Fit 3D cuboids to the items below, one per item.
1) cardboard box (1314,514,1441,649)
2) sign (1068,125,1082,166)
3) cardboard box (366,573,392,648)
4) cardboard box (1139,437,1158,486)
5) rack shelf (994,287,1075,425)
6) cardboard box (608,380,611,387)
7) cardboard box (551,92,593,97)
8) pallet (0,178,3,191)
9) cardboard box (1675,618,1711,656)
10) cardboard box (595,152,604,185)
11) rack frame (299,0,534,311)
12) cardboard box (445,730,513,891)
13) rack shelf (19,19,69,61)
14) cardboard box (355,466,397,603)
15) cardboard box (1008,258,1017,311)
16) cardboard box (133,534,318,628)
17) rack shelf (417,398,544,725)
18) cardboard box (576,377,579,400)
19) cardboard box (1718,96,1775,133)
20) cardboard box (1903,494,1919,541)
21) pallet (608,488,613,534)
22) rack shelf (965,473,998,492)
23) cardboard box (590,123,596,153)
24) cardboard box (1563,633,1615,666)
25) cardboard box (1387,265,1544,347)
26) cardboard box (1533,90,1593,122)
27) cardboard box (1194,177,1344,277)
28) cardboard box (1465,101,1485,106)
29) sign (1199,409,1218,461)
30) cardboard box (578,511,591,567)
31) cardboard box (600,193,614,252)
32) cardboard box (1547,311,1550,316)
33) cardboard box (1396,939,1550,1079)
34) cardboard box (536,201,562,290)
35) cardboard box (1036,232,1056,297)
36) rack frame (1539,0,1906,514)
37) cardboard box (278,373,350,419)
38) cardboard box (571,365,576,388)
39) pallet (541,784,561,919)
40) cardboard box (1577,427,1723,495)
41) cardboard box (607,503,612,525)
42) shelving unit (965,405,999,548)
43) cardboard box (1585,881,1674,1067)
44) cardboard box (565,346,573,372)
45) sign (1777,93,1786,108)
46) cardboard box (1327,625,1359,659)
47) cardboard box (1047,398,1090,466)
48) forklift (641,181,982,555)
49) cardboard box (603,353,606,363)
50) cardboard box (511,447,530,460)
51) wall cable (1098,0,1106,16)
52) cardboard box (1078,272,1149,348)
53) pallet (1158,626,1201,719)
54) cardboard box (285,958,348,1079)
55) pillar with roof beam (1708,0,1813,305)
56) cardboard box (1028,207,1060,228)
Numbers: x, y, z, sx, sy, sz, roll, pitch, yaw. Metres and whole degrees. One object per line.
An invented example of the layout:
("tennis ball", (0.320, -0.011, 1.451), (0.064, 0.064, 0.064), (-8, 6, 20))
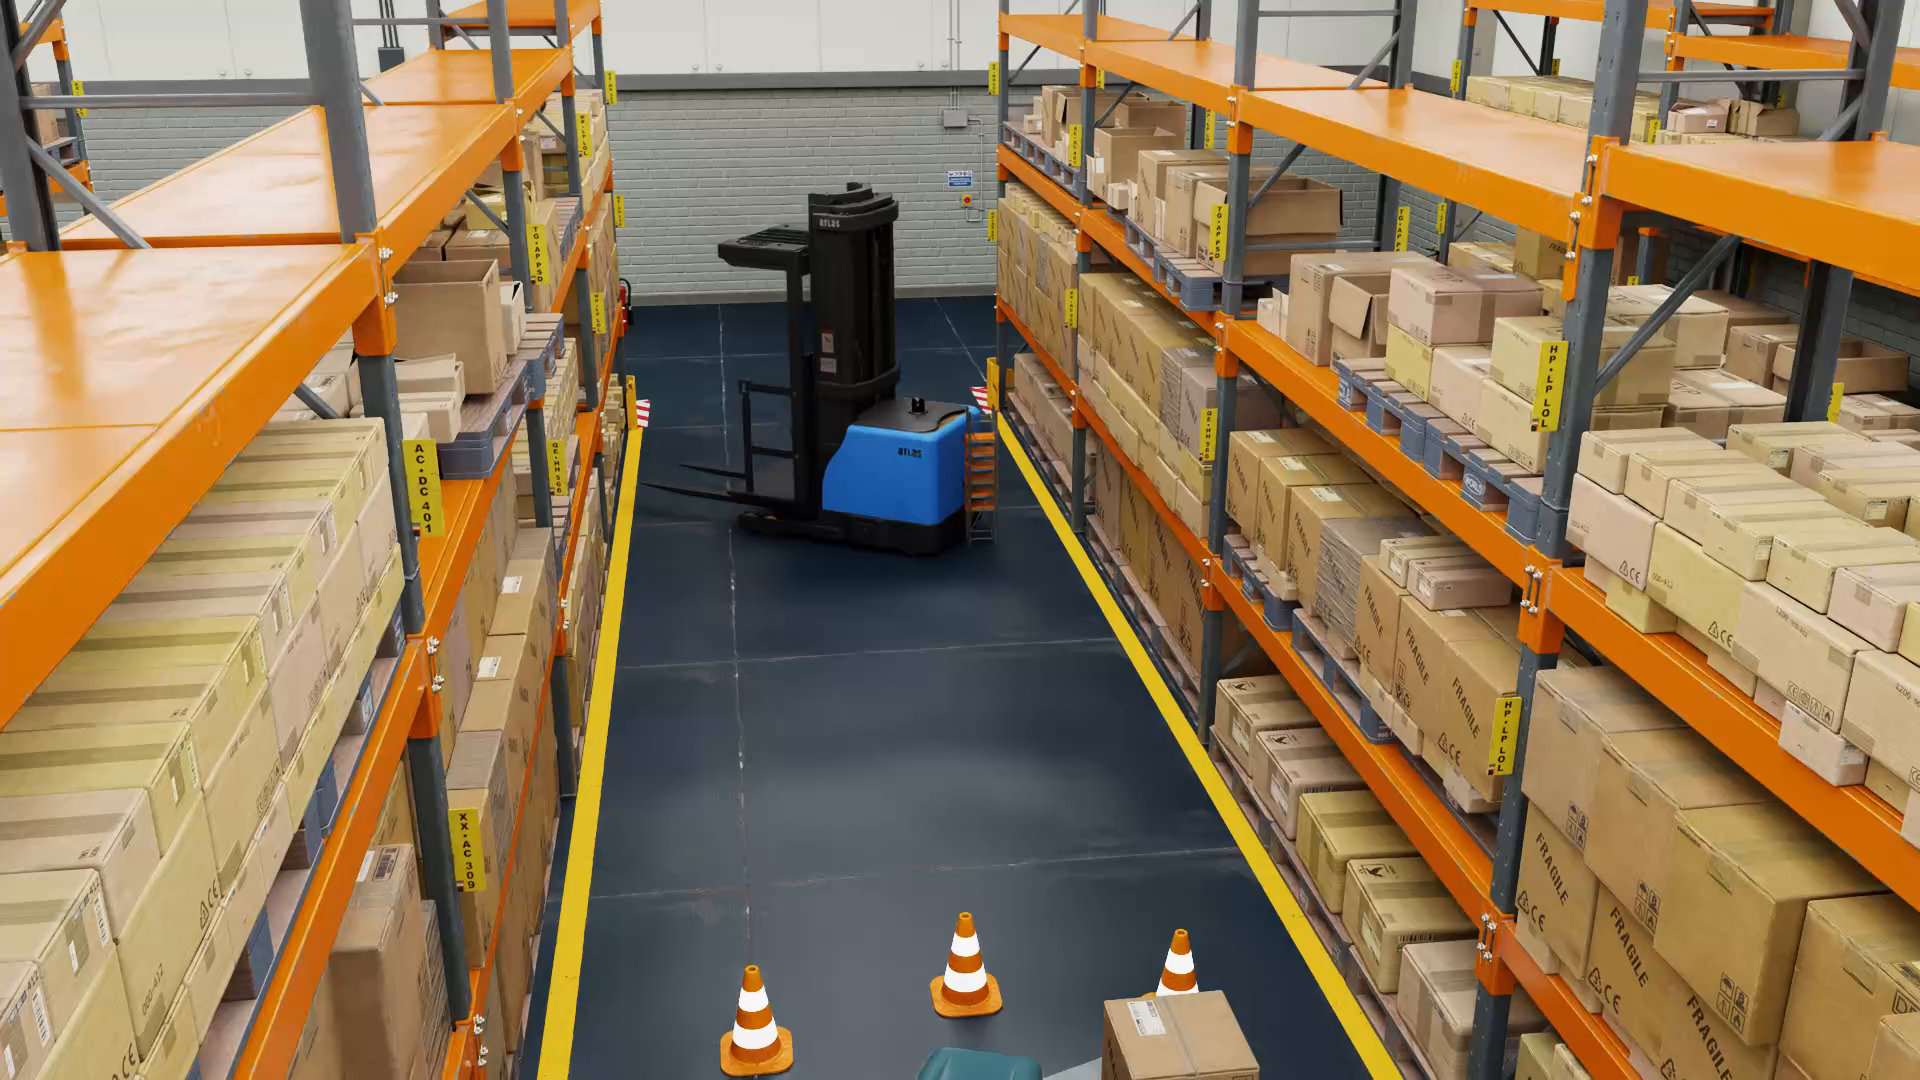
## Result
("cardboard box", (2.114, 0.200, 8.300), (0.500, 0.500, 0.500), (-4, 21, -10))
("sign", (0.923, -3.163, 13.332), (0.100, 0.325, 0.005), (-3, 21, -8))
("cardboard box", (-1.853, 0.214, 4.760), (0.380, 0.149, 0.250), (-3, 21, -7))
("cardboard box", (1.573, -0.565, 11.730), (0.500, 0.250, 0.500), (-3, 21, -8))
("rack shelf", (1.183, -1.862, 16.018), (1.077, 0.370, 4.000), (-3, 21, -8))
("cardboard box", (-3.682, -1.487, 16.608), (0.380, 0.149, 0.250), (-3, 21, -7))
("cardboard box", (-3.690, -4.173, 15.820), (0.380, 0.149, 0.250), (-3, 21, -7))
("pallet", (-8.615, -3.076, 14.078), (1.003, 0.211, 1.213), (-3, 21, -8))
("cardboard box", (2.555, 0.270, 5.353), (0.380, 0.149, 0.250), (-3, 21, -8))
("cardboard box", (-3.426, -3.266, 14.675), (0.500, 0.250, 0.500), (-2, 21, -5))
("rack frame", (-2.835, -2.648, 8.518), (1.000, 3.000, 0.127), (-3, 21, -8))
("cardboard box", (-2.142, 1.130, 6.834), (0.500, 0.500, 0.500), (-3, 21, -7))
("rack shelf", (-8.623, -3.985, 13.700), (1.077, 0.370, 4.000), (-3, 21, -8))
("cardboard box", (-1.934, -0.013, 4.796), (0.500, 0.250, 0.500), (-3, 21, -8))
("cardboard box", (0.781, -2.584, 16.779), (0.500, 0.500, 0.500), (-3, 21, -9))
("cardboard box", (-1.744, 0.104, 3.913), (0.380, 0.149, 0.250), (-3, 21, -8))
("rack shelf", (-2.547, -0.213, 7.314), (1.077, 0.370, 4.000), (-3, 21, -8))
("cardboard box", (-3.159, -1.174, 12.905), (0.380, 0.149, 0.250), (-3, 21, -9))
("cardboard box", (6.495, -3.520, 13.741), (0.396, 0.266, 0.258), (-3, 21, -9))
("cardboard box", (3.116, -0.035, 5.030), (0.380, 0.149, 0.250), (-2, 21, -6))
("pallet", (-3.544, -0.147, 14.381), (1.003, 0.211, 1.213), (-3, 21, -8))
("rack shelf", (0.180, -0.487, 14.008), (0.258, 0.103, 0.180), (-3, 21, -8))
("cardboard box", (-3.463, -3.500, 14.586), (0.500, 0.250, 0.500), (-4, 21, -10))
("cardboard box", (2.841, 0.703, 6.952), (0.500, 0.500, 0.500), (-2, 21, -6))
("cardboard box", (2.246, -1.049, 7.425), (0.500, 0.250, 0.500), (-3, 21, -7))
("cardboard box", (5.846, -4.159, 15.927), (0.500, 0.250, 0.500), (-2, 21, -6))
("cardboard box", (1.845, -1.895, 10.042), (0.797, 0.503, 0.637), (-4, 21, -11))
("cardboard box", (5.600, -4.450, 17.421), (0.500, 0.250, 0.500), (-3, 21, -8))
("sign", (1.500, -0.635, 10.049), (0.100, 0.325, 0.005), (-3, 21, -8))
("cardboard box", (-2.903, 0.007, 11.885), (0.500, 0.250, 0.500), (-4, 21, -10))
("cardboard box", (-3.677, -3.116, 16.348), (0.500, 0.500, 0.500), (-3, 21, -9))
("cardboard box", (5.965, -2.190, 16.227), (0.380, 0.149, 0.250), (-3, 21, -7))
("cardboard box", (2.547, 2.116, 7.494), (0.950, 0.372, 0.625), (-3, 21, -7))
("cardboard box", (-2.811, -1.846, 10.516), (0.500, 0.500, 0.500), (-3, 21, -8))
("cardboard box", (0.983, -2.523, 15.187), (0.500, 0.500, 0.500), (-3, 21, -7))
("rack frame", (2.625, -1.547, 5.572), (1.000, 3.000, 0.127), (-3, 21, -8))
("cardboard box", (-2.655, -0.447, 6.385), (0.500, 0.250, 0.500), (-3, 21, -8))
("cardboard box", (-3.120, -1.222, 12.608), (0.380, 0.149, 0.250), (-3, 21, -7))
("pallet", (-2.796, 1.746, 9.314), (1.003, 0.211, 1.213), (-3, 21, -8))
("cardboard box", (2.347, -0.272, 5.665), (0.380, 0.149, 0.250), (-3, 21, -9))
("cardboard box", (-3.147, -0.226, 14.082), (0.380, 0.149, 0.250), (-4, 21, -10))
("shelving unit", (0.180, -0.529, 13.992), (0.258, 1.200, 0.189), (-3, 21, -8))
("cardboard box", (2.508, 1.416, 5.644), (0.500, 0.500, 0.500), (-3, 21, -8))
("cardboard box", (-3.121, -1.358, 12.547), (0.380, 0.149, 0.250), (-4, 21, -9))
("sign", (6.932, -3.620, 14.105), (0.100, 0.325, 0.005), (-3, 21, -8))
("cardboard box", (2.096, 0.483, 8.469), (0.380, 0.149, 0.250), (-2, 21, -6))
("cardboard box", (1.358, -1.036, 15.839), (0.875, 0.438, 0.875), (-4, 21, -9))
("forklift", (-1.372, -1.572, 14.310), (3.031, 2.935, 1.130), (9, 22, 22))
("cardboard box", (-3.367, -1.673, 14.840), (0.380, 0.149, 0.250), (-2, 21, -5))
("cardboard box", (-2.752, -0.458, 10.137), (0.380, 0.149, 0.250), (-3, 21, -9))
("wall cable", (3.303, -7.839, 22.365), (2.988, 3.039, 0.133), (-3, 21, -8))
("cardboard box", (1.251, -1.855, 13.398), (0.500, 0.500, 0.500), (-3, 21, -7))
("pallet", (2.009, 0.908, 11.559), (1.003, 0.211, 1.213), (-3, 21, -8))
("cardboard box", (-2.104, 1.479, 4.284), (0.875, 0.550, 0.550), (-3, 21, -8))
("pillar with roof beam", (2.915, -4.638, 13.848), (9.100, 9.000, 0.400), (-3, 21, -8))
("cardboard box", (0.854, -3.035, 15.630), (0.380, 0.149, 0.250), (-3, 21, -9))
